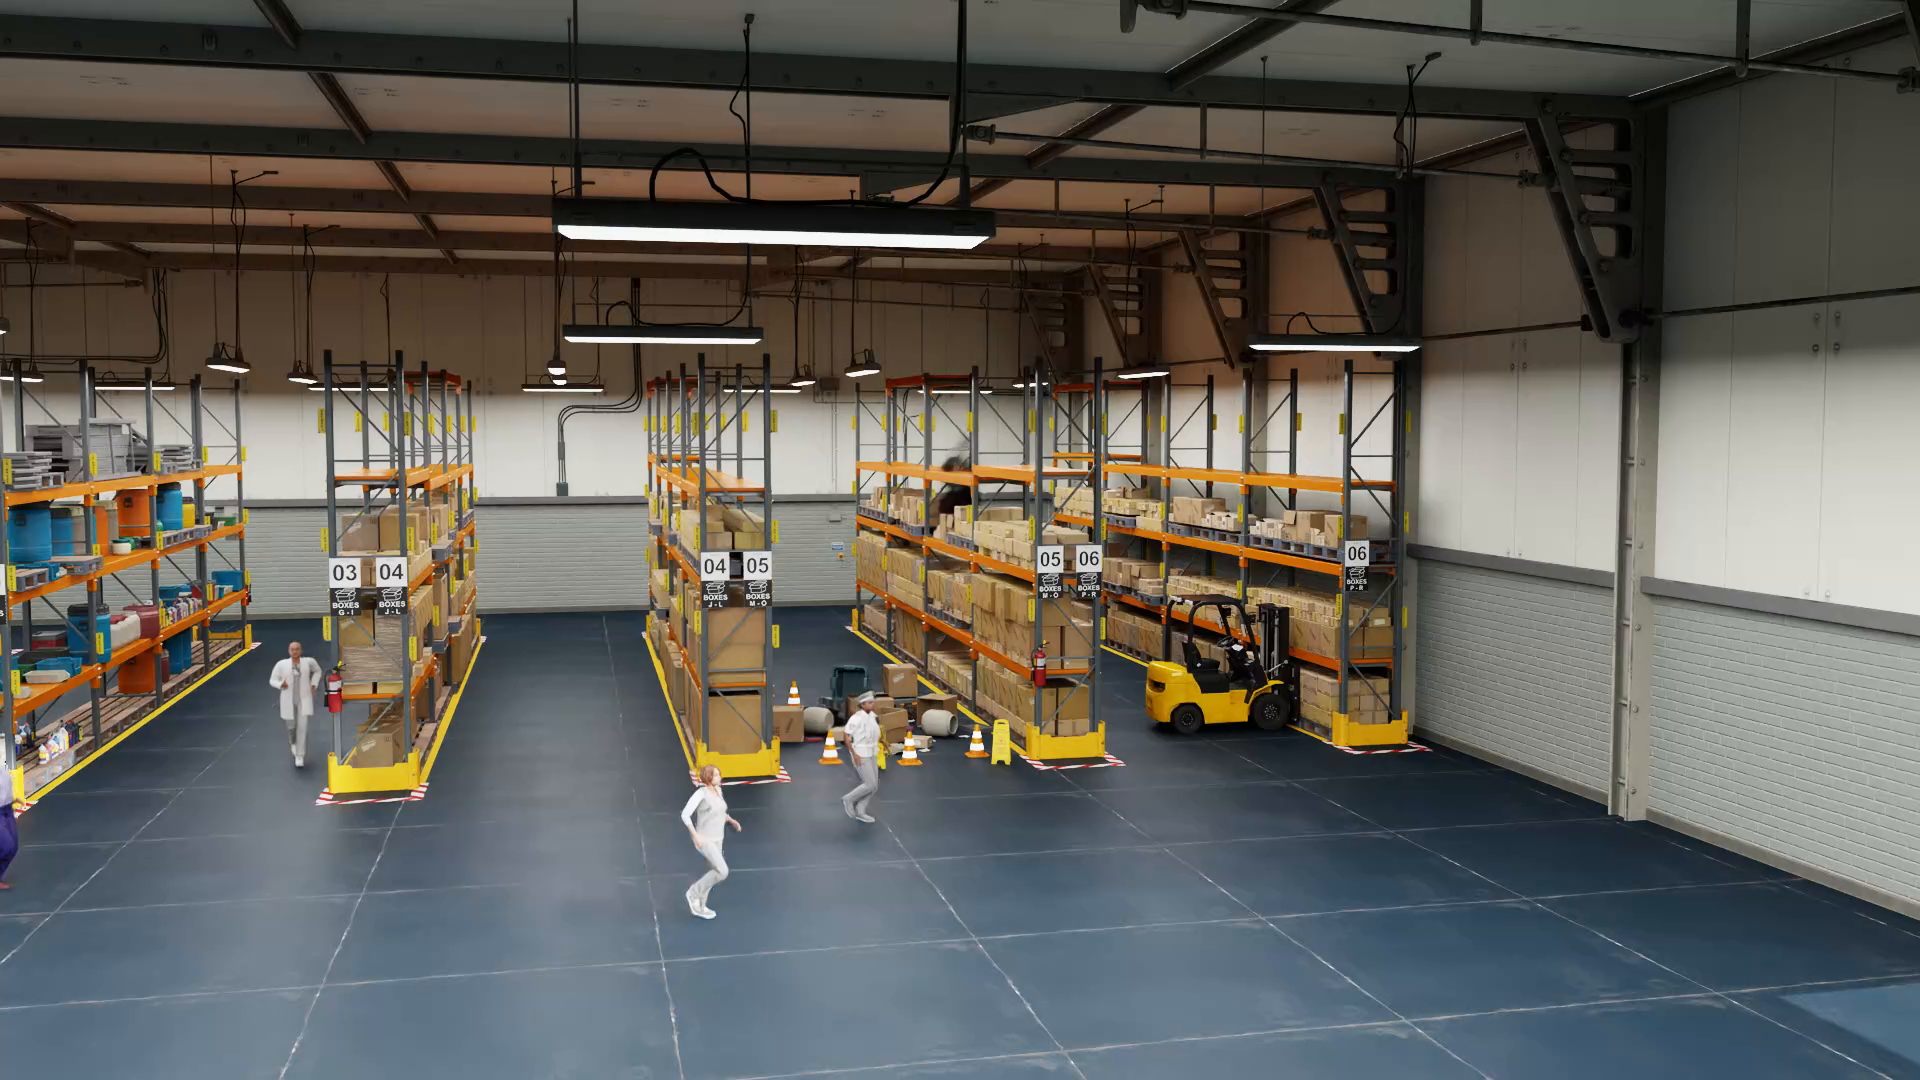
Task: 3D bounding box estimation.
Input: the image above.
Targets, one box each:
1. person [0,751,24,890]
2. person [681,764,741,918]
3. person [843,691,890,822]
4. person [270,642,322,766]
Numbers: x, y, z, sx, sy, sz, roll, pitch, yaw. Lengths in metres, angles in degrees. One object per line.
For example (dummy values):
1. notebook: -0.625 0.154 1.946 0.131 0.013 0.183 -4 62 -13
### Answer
1. person: -10.336 2.974 17.853 0.498 1.589 0.608 0 4 4
2. person: -2.501 3.049 16.834 0.530 1.567 0.545 1 4 17
3. person: -1.179 2.719 20.960 0.552 1.667 0.591 2 5 30
4. person: -9.768 2.378 24.481 0.714 1.763 1.082 -2 4 -21
